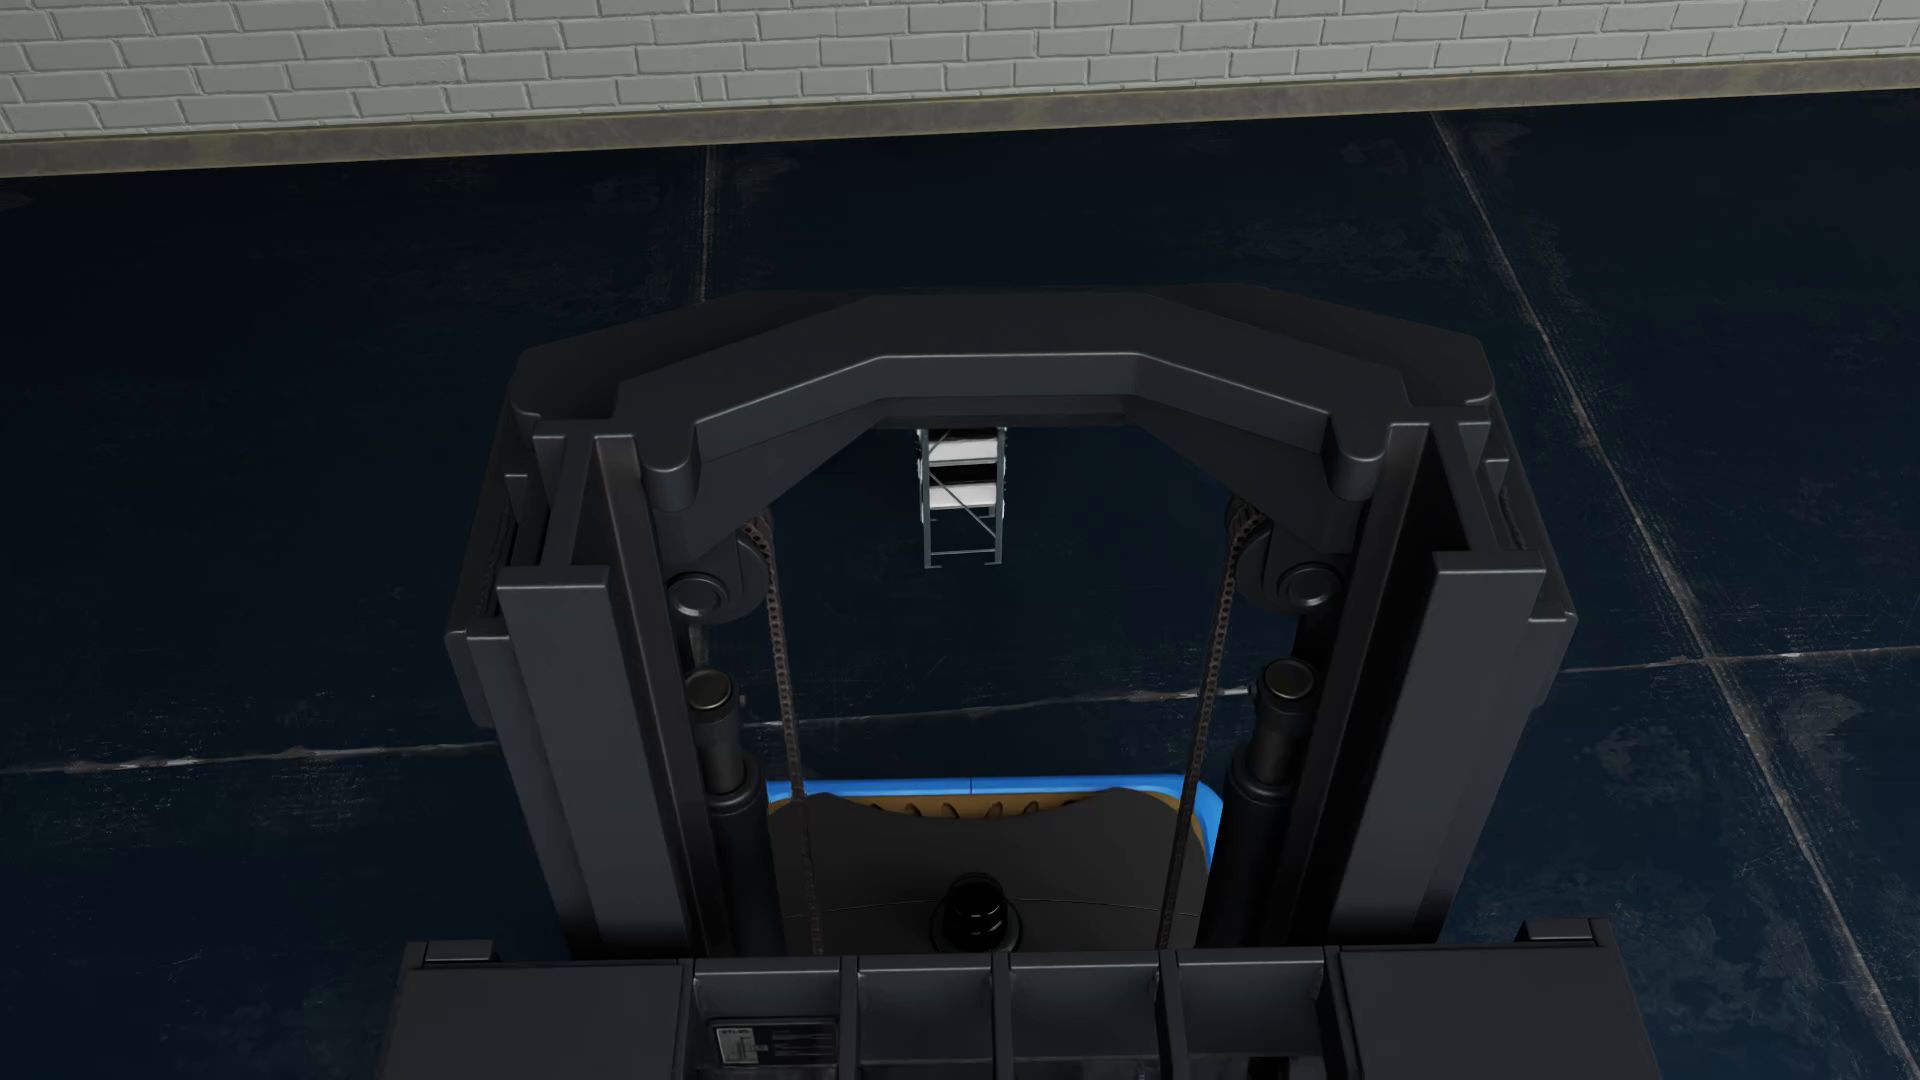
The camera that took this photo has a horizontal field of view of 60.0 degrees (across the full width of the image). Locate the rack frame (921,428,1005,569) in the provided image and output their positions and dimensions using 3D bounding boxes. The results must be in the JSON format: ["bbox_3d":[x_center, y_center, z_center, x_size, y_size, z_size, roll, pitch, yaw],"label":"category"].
[{"bbox_3d":[0.009,-0.230,4.848,0.240,0.900,0.006,-3,47,-3],"label":"rack frame"}]

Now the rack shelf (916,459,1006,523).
[{"bbox_3d":[0.001,-0.157,5.073,0.258,0.077,0.200,-3,47,-3],"label":"rack shelf"}]

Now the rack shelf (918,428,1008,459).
[{"bbox_3d":[0.001,-0.343,4.877,0.258,0.077,0.200,-3,47,-3],"label":"rack shelf"}]

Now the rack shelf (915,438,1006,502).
[{"bbox_3d":[0.001,-0.219,5.007,0.258,0.077,0.200,-3,47,-3],"label":"rack shelf"}]

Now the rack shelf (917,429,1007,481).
[{"bbox_3d":[0.001,-0.281,4.942,0.258,0.077,0.200,-3,47,-3],"label":"rack shelf"}]

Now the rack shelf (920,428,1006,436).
[{"bbox_3d":[0.001,-0.404,4.811,0.258,0.077,0.200,-3,47,-3],"label":"rack shelf"}]

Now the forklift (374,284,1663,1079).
[{"bbox_3d":[0.053,1.277,2.022,1.130,2.935,3.031,-1,47,-1],"label":"forklift"}]

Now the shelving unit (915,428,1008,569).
[{"bbox_3d":[0.001,-0.304,4.918,0.258,0.900,0.210,-3,47,-3],"label":"shelving unit"}]

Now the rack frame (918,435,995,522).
[{"bbox_3d":[-0.008,-0.377,4.987,0.240,0.900,0.006,-3,47,-3],"label":"rack frame"}]
